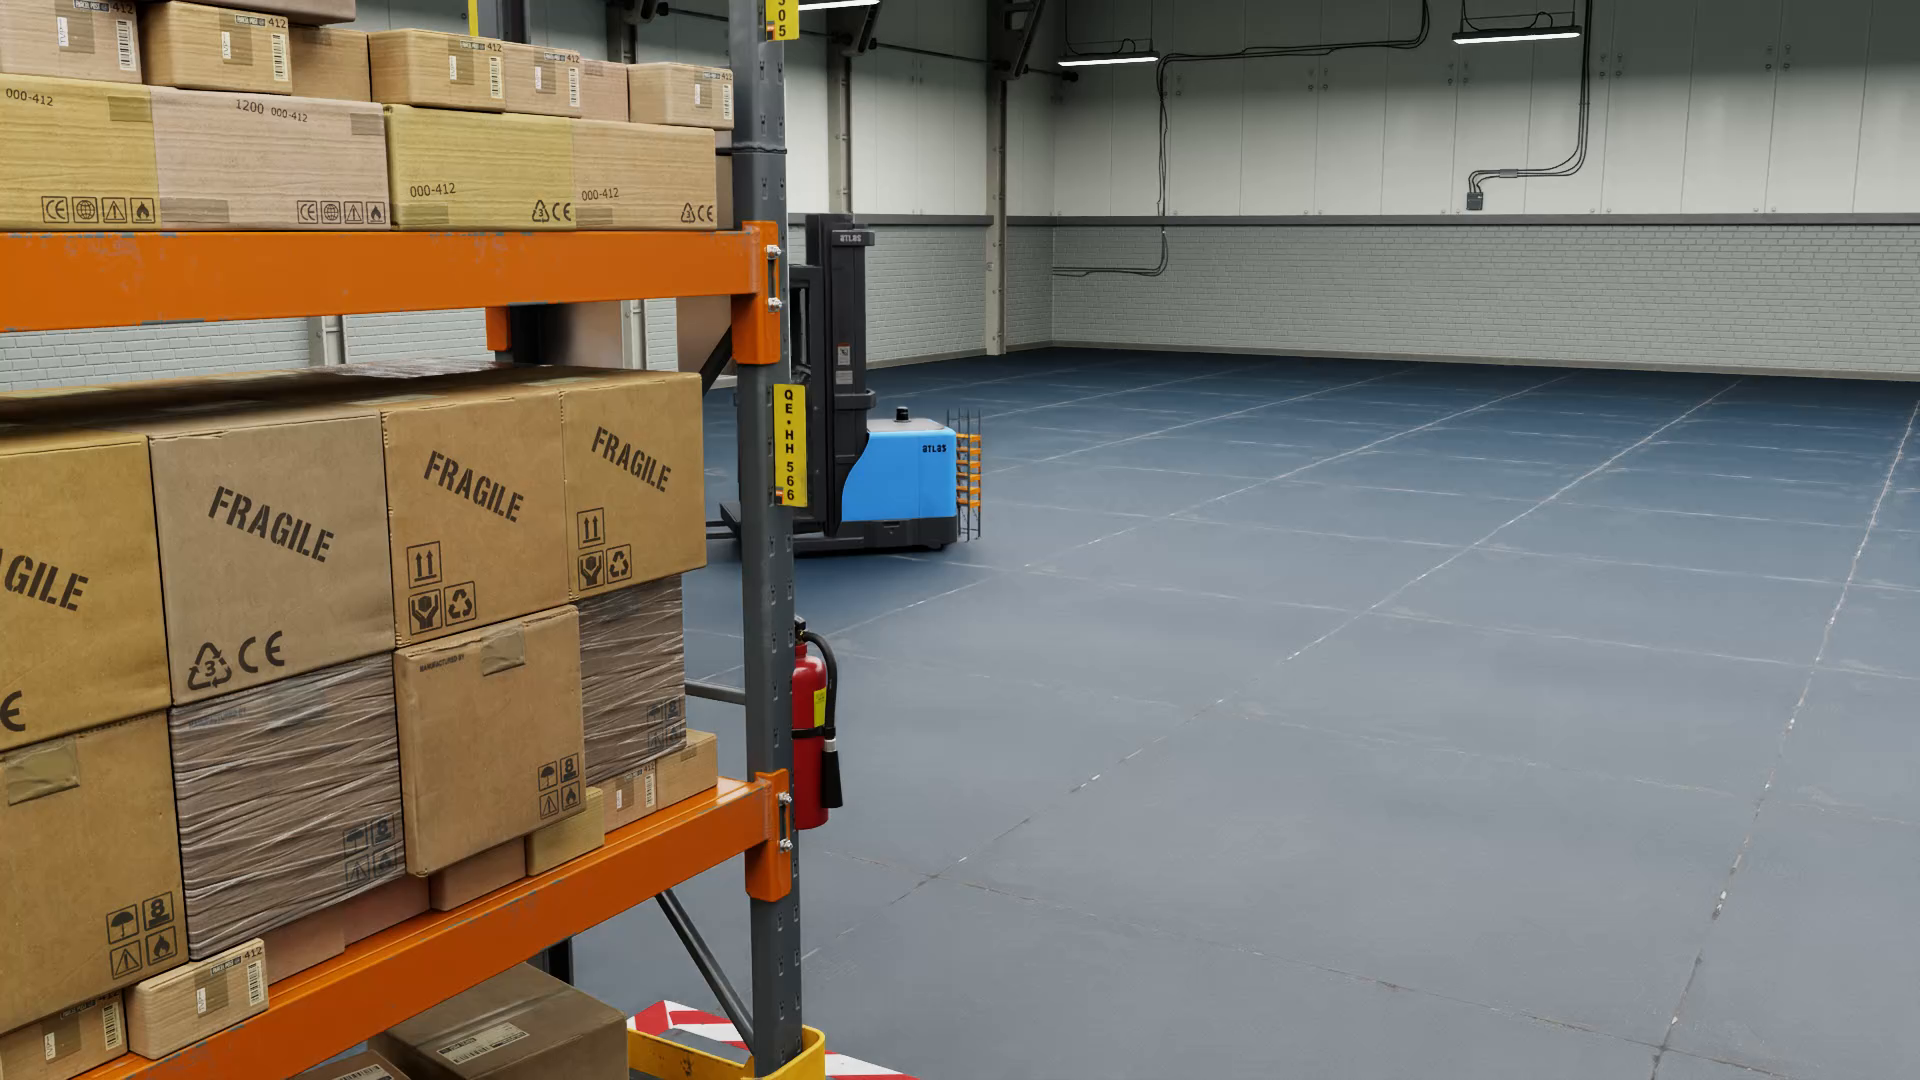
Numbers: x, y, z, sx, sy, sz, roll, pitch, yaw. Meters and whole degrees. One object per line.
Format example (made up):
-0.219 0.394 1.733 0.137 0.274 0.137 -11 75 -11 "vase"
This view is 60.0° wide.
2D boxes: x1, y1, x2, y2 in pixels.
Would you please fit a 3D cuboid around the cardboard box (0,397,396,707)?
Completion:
-1.508 -0.003 3.317 0.500 0.500 0.500 6 12 31 "cardboard box"

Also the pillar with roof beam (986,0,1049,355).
4.492 -8.237 34.791 9.100 9.000 0.548 6 12 31 "pillar with roof beam"

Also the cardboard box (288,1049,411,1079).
-1.537 1.632 4.032 0.500 0.500 0.500 -10 14 -43 "cardboard box"

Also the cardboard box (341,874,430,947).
-1.413 0.761 3.717 0.380 0.149 0.250 6 12 31 "cardboard box"

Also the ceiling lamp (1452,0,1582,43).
9.182 -9.749 27.010 2.000 3.185 0.800 6 12 31 "ceiling lamp"

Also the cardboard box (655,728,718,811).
-0.889 0.604 4.554 0.380 0.149 0.250 6 12 31 "cardboard box"

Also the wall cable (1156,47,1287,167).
5.784 -9.682 37.229 3.097 2.526 0.112 6 12 31 "wall cable"

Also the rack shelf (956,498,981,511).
0.036 -0.314 15.209 0.258 0.103 0.180 7 13 32 "rack shelf"

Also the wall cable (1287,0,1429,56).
8.429 -11.622 35.231 3.097 2.526 0.112 6 12 31 "wall cable"

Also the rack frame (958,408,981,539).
0.085 -0.607 15.232 0.240 1.200 0.006 7 13 32 "rack frame"

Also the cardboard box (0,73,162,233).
-1.737 -0.646 2.807 0.500 0.250 0.500 6 12 30 "cardboard box"

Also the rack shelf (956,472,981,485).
0.036 -0.550 15.164 0.258 0.103 0.180 7 13 32 "rack shelf"

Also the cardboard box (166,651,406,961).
-1.680 0.469 3.512 0.875 0.500 0.500 6 12 31 "cardboard box"

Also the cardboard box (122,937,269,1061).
-1.577 0.850 3.240 0.380 0.149 0.250 6 12 31 "cardboard box"

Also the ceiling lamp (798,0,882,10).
-1.864 -9.023 23.128 2.000 3.185 0.800 6 12 31 "ceiling lamp"

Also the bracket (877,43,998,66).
-0.437 -9.913 33.963 0.076 0.066 4.783 6 12 31 "bracket"

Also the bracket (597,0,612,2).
-6.667 -8.025 23.882 0.076 0.066 4.783 6 12 31 "bracket"

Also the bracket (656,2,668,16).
-4.899 -8.561 26.743 0.235 0.232 0.430 6 12 31 "bracket"

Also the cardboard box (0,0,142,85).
-1.658 -0.864 2.889 0.380 0.149 0.250 6 12 28 "cardboard box"

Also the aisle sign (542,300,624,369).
-1.141 -0.900 4.842 0.394 0.787 0.004 6 12 31 "aisle sign"

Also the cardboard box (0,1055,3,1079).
-1.858 0.926 2.833 0.380 0.149 0.250 6 12 31 "cardboard box"

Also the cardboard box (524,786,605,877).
-1.105 0.688 4.108 0.380 0.149 0.250 6 12 31 "cardboard box"

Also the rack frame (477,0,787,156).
-0.917 -2.533 4.324 1.000 3.000 0.127 6 12 31 "rack frame"

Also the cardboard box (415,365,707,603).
-0.991 -0.161 4.159 0.500 0.500 0.500 6 12 31 "cardboard box"

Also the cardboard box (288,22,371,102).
-1.423 -0.955 3.373 0.380 0.149 0.250 7 12 31 "cardboard box"

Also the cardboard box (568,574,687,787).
-1.226 0.305 4.391 0.875 0.500 0.500 6 12 31 "cardboard box"

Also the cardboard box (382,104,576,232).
-1.207 -0.806 3.658 0.500 0.250 0.500 6 12 31 "cardboard box"

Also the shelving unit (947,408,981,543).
0.036 -0.593 15.156 0.258 1.200 0.189 7 13 32 "shelving unit"

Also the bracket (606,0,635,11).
-5.330 -8.431 26.046 0.235 0.232 0.430 6 12 31 "bracket"

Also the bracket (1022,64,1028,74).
1.332 -10.448 36.824 0.235 0.232 0.430 6 12 31 "bracket"

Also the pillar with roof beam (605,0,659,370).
-1.738 -6.349 24.710 9.100 9.000 0.548 6 12 31 "pillar with roof beam"

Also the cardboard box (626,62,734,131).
-0.794 -1.107 4.184 0.380 0.149 0.250 6 12 31 "cardboard box"

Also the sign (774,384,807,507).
-0.453 -0.252 4.440 0.100 0.325 0.005 6 12 31 "sign"

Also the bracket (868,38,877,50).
-1.784 -9.505 31.784 0.235 0.232 0.430 6 12 31 "bracket"

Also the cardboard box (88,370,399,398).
-1.701 -0.132 4.008 0.500 0.500 0.500 6 12 31 "cardboard box"

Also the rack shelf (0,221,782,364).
-1.955 -0.390 2.986 1.077 0.370 4.000 6 12 31 "rack shelf"

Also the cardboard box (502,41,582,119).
-1.078 -1.024 3.740 0.380 0.149 0.250 6 12 28 "cardboard box"

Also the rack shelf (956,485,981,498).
0.036 -0.432 15.186 0.258 0.103 0.180 7 13 32 "rack shelf"

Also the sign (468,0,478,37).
-1.381 -1.540 4.796 0.100 0.325 0.005 6 12 31 "sign"

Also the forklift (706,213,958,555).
-1.596 -1.366 14.579 3.031 2.935 1.130 -3 11 -15 "forklift"
